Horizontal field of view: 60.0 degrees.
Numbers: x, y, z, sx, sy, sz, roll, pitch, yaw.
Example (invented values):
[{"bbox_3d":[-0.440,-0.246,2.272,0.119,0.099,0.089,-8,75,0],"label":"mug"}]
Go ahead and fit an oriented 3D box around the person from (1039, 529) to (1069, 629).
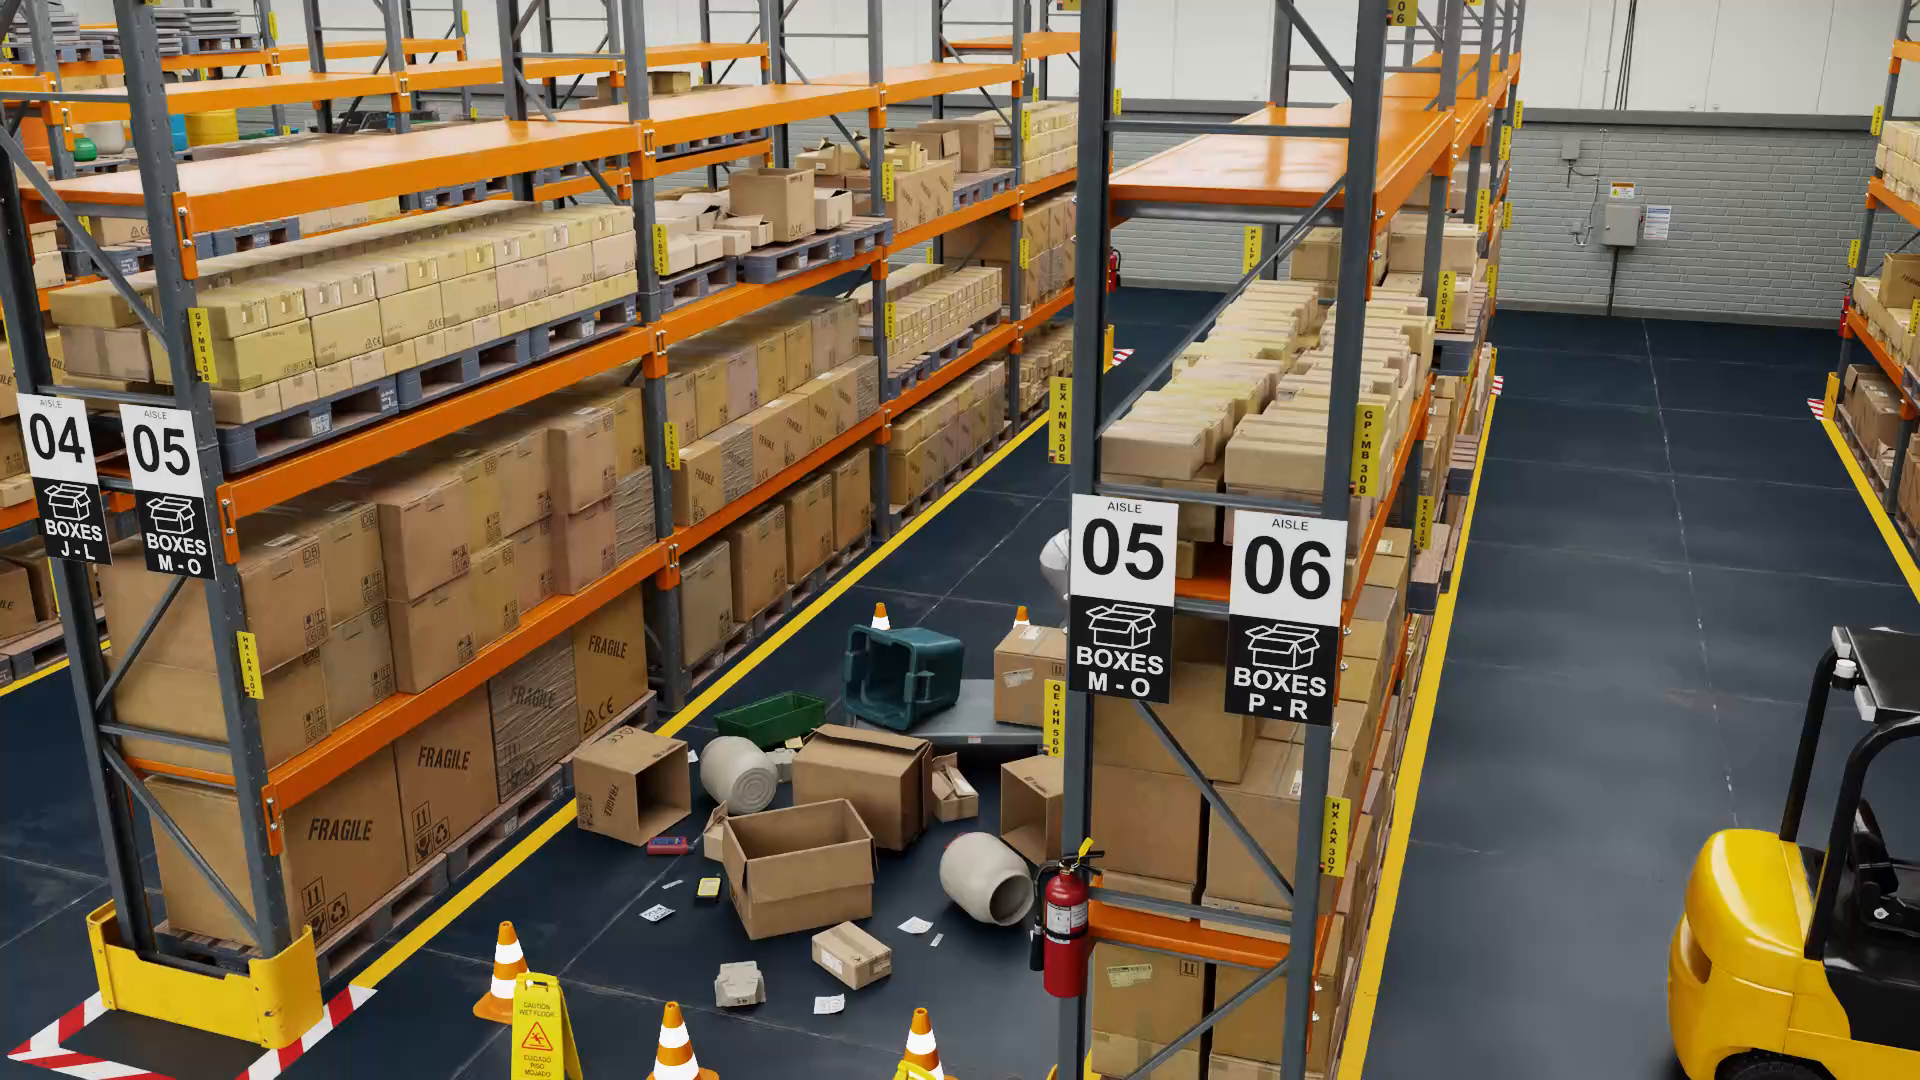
[{"bbox_3d":[1.040,0.373,12.512,0.891,1.249,0.422,6,20,16],"label":"person"}]
